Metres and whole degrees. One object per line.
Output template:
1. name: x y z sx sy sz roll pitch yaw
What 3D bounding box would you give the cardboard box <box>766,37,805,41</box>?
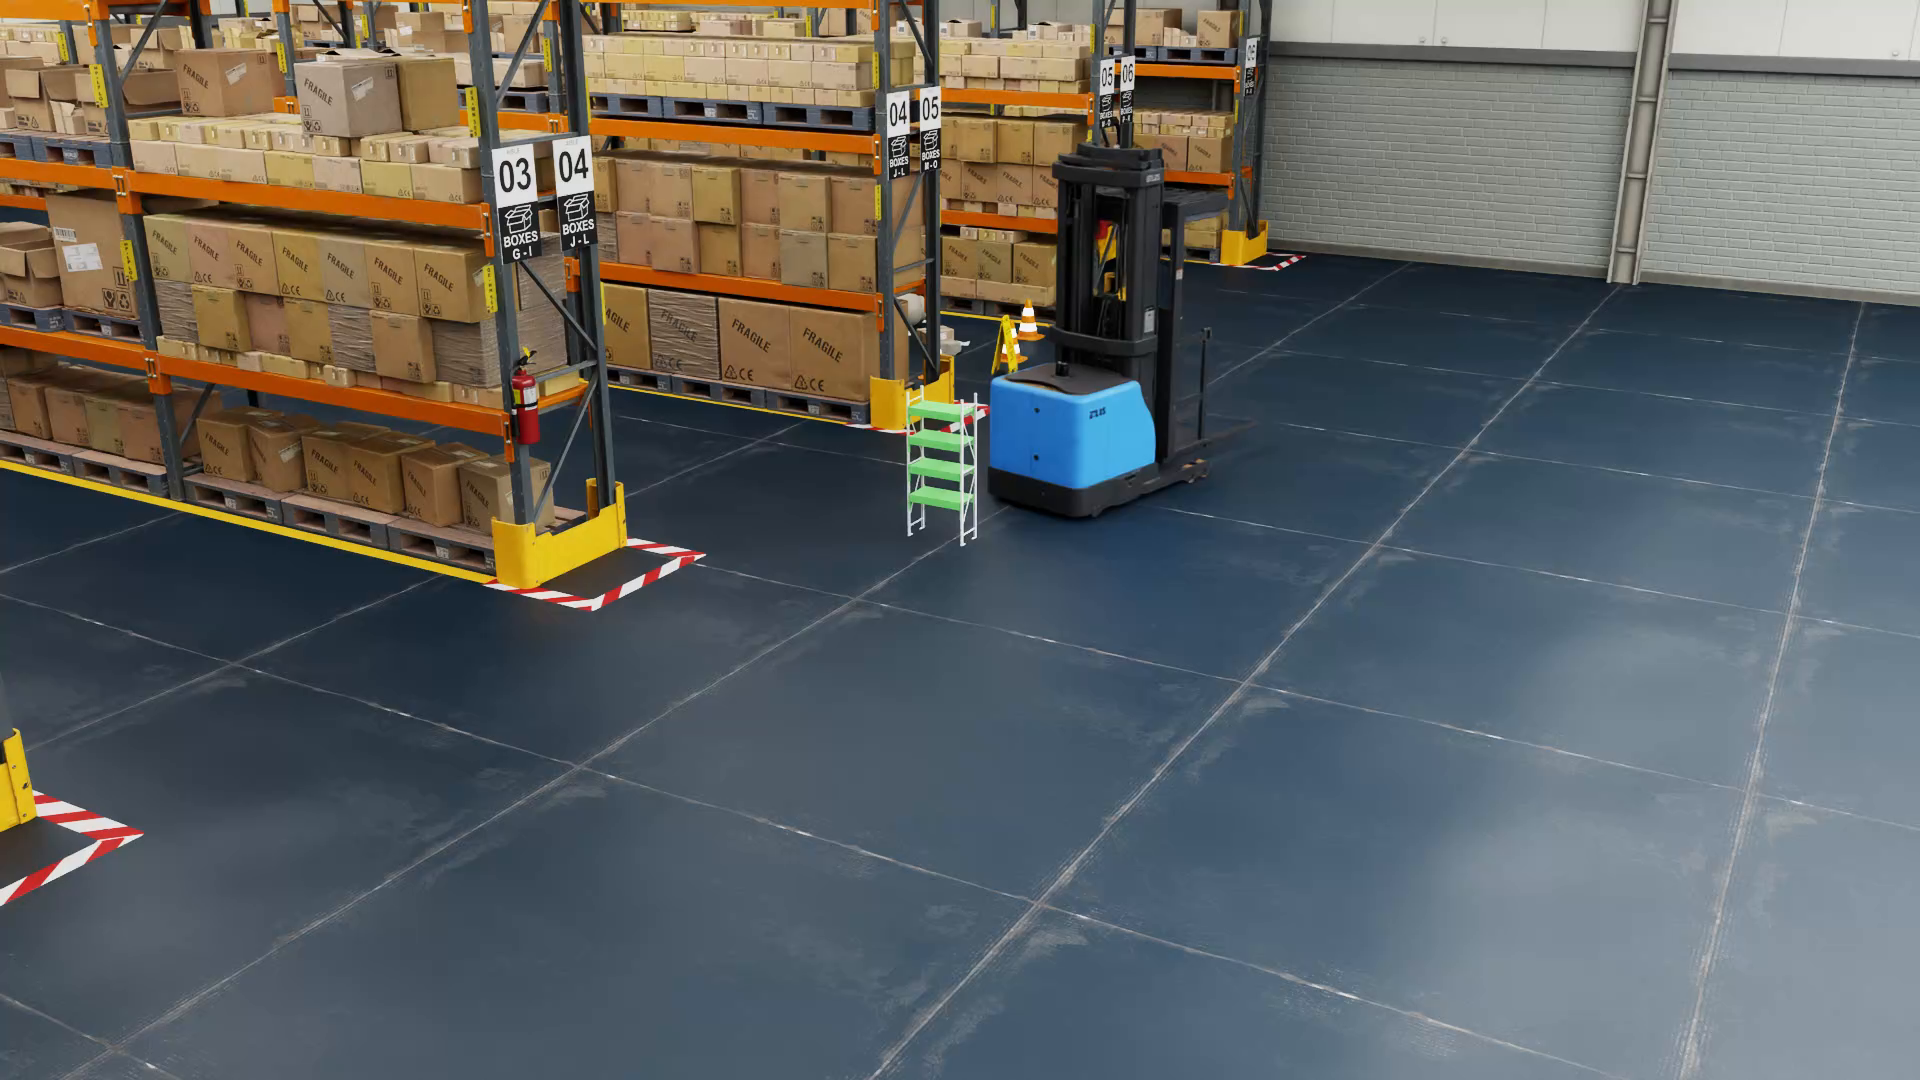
1. cardboard box: -1.739 -4.958 16.673 0.250 0.149 0.380 10 22 27

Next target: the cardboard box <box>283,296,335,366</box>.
1. cardboard box: -4.809 -1.742 13.186 0.500 0.500 0.875 11 23 27

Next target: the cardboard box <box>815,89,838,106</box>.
1. cardboard box: -1.169 -4.218 15.802 0.250 0.149 0.380 11 23 28

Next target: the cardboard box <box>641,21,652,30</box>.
1. cardboard box: -5.267 -8.849 28.567 0.250 0.149 0.380 11 22 27

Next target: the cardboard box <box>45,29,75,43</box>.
1. cardboard box: -11.377 -6.413 21.150 0.250 0.149 0.380 10 22 25

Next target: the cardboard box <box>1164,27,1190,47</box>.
1. cardboard box: 3.157 -7.335 24.222 0.258 0.266 0.396 11 23 27

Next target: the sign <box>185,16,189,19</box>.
1. sign: -12.412 -8.530 26.686 0.005 0.325 0.100 11 23 27

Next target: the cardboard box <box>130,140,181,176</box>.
1. cardboard box: -6.225 -3.079 13.276 0.500 0.250 0.500 10 22 25

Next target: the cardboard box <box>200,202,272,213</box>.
1. cardboard box: -5.966 -2.555 13.959 0.500 0.500 0.500 11 23 27

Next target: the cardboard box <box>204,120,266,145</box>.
1. cardboard box: -5.632 -3.168 12.937 0.250 0.149 0.380 12 23 29

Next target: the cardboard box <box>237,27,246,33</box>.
1. cardboard box: -11.299 -8.123 26.568 0.250 0.149 0.380 12 23 29

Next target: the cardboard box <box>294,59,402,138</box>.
1. cardboard box: -4.478 -3.240 12.183 0.500 0.500 0.500 11 23 27

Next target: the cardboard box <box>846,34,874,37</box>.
1. cardboard box: -1.277 -6.520 21.741 0.250 0.149 0.380 11 23 28

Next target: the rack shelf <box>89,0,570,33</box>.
1. rack shelf: -4.747 -4.038 12.362 4.000 0.370 1.077 11 23 27

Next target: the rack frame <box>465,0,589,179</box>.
1. rack frame: -3.001 -4.046 11.321 0.127 3.000 1.000 11 23 27

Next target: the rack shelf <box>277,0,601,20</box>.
1. rack shelf: -5.732 -5.977 18.287 4.000 0.370 1.077 11 23 27

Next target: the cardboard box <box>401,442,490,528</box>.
1. cardboard box: -4.077 -0.446 13.245 0.500 0.500 0.500 18 27 41

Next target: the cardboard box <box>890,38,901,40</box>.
1. cardboard box: -0.861 -6.225 20.928 0.250 0.149 0.380 11 22 27

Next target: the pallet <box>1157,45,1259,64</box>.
1. pallet: 3.645 -7.148 24.402 1.213 0.211 1.003 11 23 27

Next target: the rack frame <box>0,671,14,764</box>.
1. rack frame: -5.416 0.249 8.280 0.127 3.000 1.000 11 23 27

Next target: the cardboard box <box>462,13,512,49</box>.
1. cardboard box: -6.832 -7.367 24.115 0.500 0.500 0.500 11 23 28

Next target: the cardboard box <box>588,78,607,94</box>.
1. cardboard box: -3.607 -4.683 17.082 0.250 0.149 0.380 11 23 28

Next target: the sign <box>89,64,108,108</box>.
1. sign: -6.761 -3.563 13.054 0.005 0.325 0.100 11 23 27

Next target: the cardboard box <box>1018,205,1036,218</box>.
1. cardboard box: 0.913 -4.114 20.676 0.250 0.149 0.380 10 22 26

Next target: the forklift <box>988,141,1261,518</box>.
1. forklift: 1.599 -1.987 14.544 1.130 2.935 3.031 17 26 39

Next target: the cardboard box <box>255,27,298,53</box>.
1. cardboard box: -7.958 -5.822 19.349 0.258 0.266 0.396 11 23 27

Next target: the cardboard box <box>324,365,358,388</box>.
1. cardboard box: -4.711 -1.311 12.950 0.250 0.149 0.380 11 23 27

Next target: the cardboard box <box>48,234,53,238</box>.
1. cardboard box: -12.522 -4.204 23.249 0.250 0.149 0.380 11 23 28

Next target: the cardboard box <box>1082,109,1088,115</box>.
1. cardboard box: 2.054 -6.479 25.293 0.250 0.149 0.380 11 23 27

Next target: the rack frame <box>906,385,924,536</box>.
1. rack frame: -0.358 -0.632 13.348 0.015 1.200 0.240 11 23 27

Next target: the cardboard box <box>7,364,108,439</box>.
1. cardboard box: -8.402 -1.301 15.574 0.500 0.500 0.700 13 24 32

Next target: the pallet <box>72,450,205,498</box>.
1. pallet: -7.173 -0.709 15.009 1.213 0.211 1.003 11 23 27

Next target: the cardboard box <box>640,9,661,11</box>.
1. cardboard box: -5.450 -9.236 29.198 0.250 0.149 0.380 10 22 26

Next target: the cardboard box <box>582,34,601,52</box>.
1. cardboard box: -3.834 -5.100 17.063 0.250 0.149 0.380 11 23 28

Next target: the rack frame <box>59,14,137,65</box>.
1. rack frame: -10.970 -7.501 20.847 0.127 3.000 1.000 11 23 27

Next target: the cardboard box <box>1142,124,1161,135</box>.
1. cardboard box: 2.909 -6.150 24.823 0.250 0.149 0.380 10 22 26

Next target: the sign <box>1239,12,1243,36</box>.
1. sign: 3.973 -7.284 23.465 0.005 0.325 0.100 11 23 27

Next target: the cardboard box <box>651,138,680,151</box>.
1. cardboard box: -3.947 -5.576 23.138 0.500 0.500 0.500 11 23 28

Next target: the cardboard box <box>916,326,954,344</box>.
1. cardboard box: -0.297 -2.452 19.906 0.380 0.149 0.250 -11 23 -29

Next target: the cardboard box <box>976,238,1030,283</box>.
1. cardboard box: 0.548 -3.574 21.137 0.500 0.500 0.500 12 23 29

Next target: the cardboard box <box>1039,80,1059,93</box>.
1. cardboard box: 1.151 -5.475 20.030 0.250 0.149 0.380 11 23 28

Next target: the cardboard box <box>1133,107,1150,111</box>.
1. cardboard box: 2.724 -6.531 25.436 0.250 0.149 0.380 11 23 28

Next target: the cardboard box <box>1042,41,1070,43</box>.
1. cardboard box: 1.205 -6.059 20.471 0.250 0.149 0.380 11 23 27

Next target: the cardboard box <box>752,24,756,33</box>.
1. cardboard box: -3.378 -8.548 27.766 0.250 0.149 0.380 10 22 26

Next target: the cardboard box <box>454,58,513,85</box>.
1. cardboard box: -5.171 -5.074 18.013 0.500 0.250 0.500 11 22 27

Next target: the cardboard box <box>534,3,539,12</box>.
1. cardboard box: -7.232 -9.458 29.692 0.500 0.250 0.500 10 22 26

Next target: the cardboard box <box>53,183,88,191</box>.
1. cardboard box: -11.530 -4.864 21.792 0.500 0.500 0.500 11 23 27

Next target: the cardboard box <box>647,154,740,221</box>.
1. cardboard box: -2.739 -3.669 17.278 0.550 0.550 0.875 11 23 27

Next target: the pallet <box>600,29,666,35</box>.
1. pallet: -5.692 -8.842 29.218 1.003 0.211 1.213 11 23 27

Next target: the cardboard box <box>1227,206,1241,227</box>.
1. cardboard box: 3.940 -4.934 25.251 0.500 0.250 0.500 11 23 28

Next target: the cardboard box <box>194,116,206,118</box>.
1. cardboard box: -6.068 -3.450 13.712 0.250 0.149 0.380 12 23 29

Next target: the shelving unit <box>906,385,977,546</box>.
1. shelving unit: -0.145 -0.592 13.236 0.503 1.200 0.258 11 23 27

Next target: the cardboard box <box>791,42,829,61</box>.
1. cardboard box: -1.394 -4.636 15.784 0.250 0.149 0.380 11 23 28

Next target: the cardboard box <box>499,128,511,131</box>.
1. cardboard box: -6.613 -6.199 24.442 0.500 0.500 0.500 11 23 27

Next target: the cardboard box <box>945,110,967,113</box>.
1. cardboard box: -0.071 -6.756 26.492 0.250 0.149 0.380 11 23 27

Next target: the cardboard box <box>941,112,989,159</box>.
1. cardboard box: -0.022 -5.117 21.024 0.500 0.500 0.700 11 22 27
